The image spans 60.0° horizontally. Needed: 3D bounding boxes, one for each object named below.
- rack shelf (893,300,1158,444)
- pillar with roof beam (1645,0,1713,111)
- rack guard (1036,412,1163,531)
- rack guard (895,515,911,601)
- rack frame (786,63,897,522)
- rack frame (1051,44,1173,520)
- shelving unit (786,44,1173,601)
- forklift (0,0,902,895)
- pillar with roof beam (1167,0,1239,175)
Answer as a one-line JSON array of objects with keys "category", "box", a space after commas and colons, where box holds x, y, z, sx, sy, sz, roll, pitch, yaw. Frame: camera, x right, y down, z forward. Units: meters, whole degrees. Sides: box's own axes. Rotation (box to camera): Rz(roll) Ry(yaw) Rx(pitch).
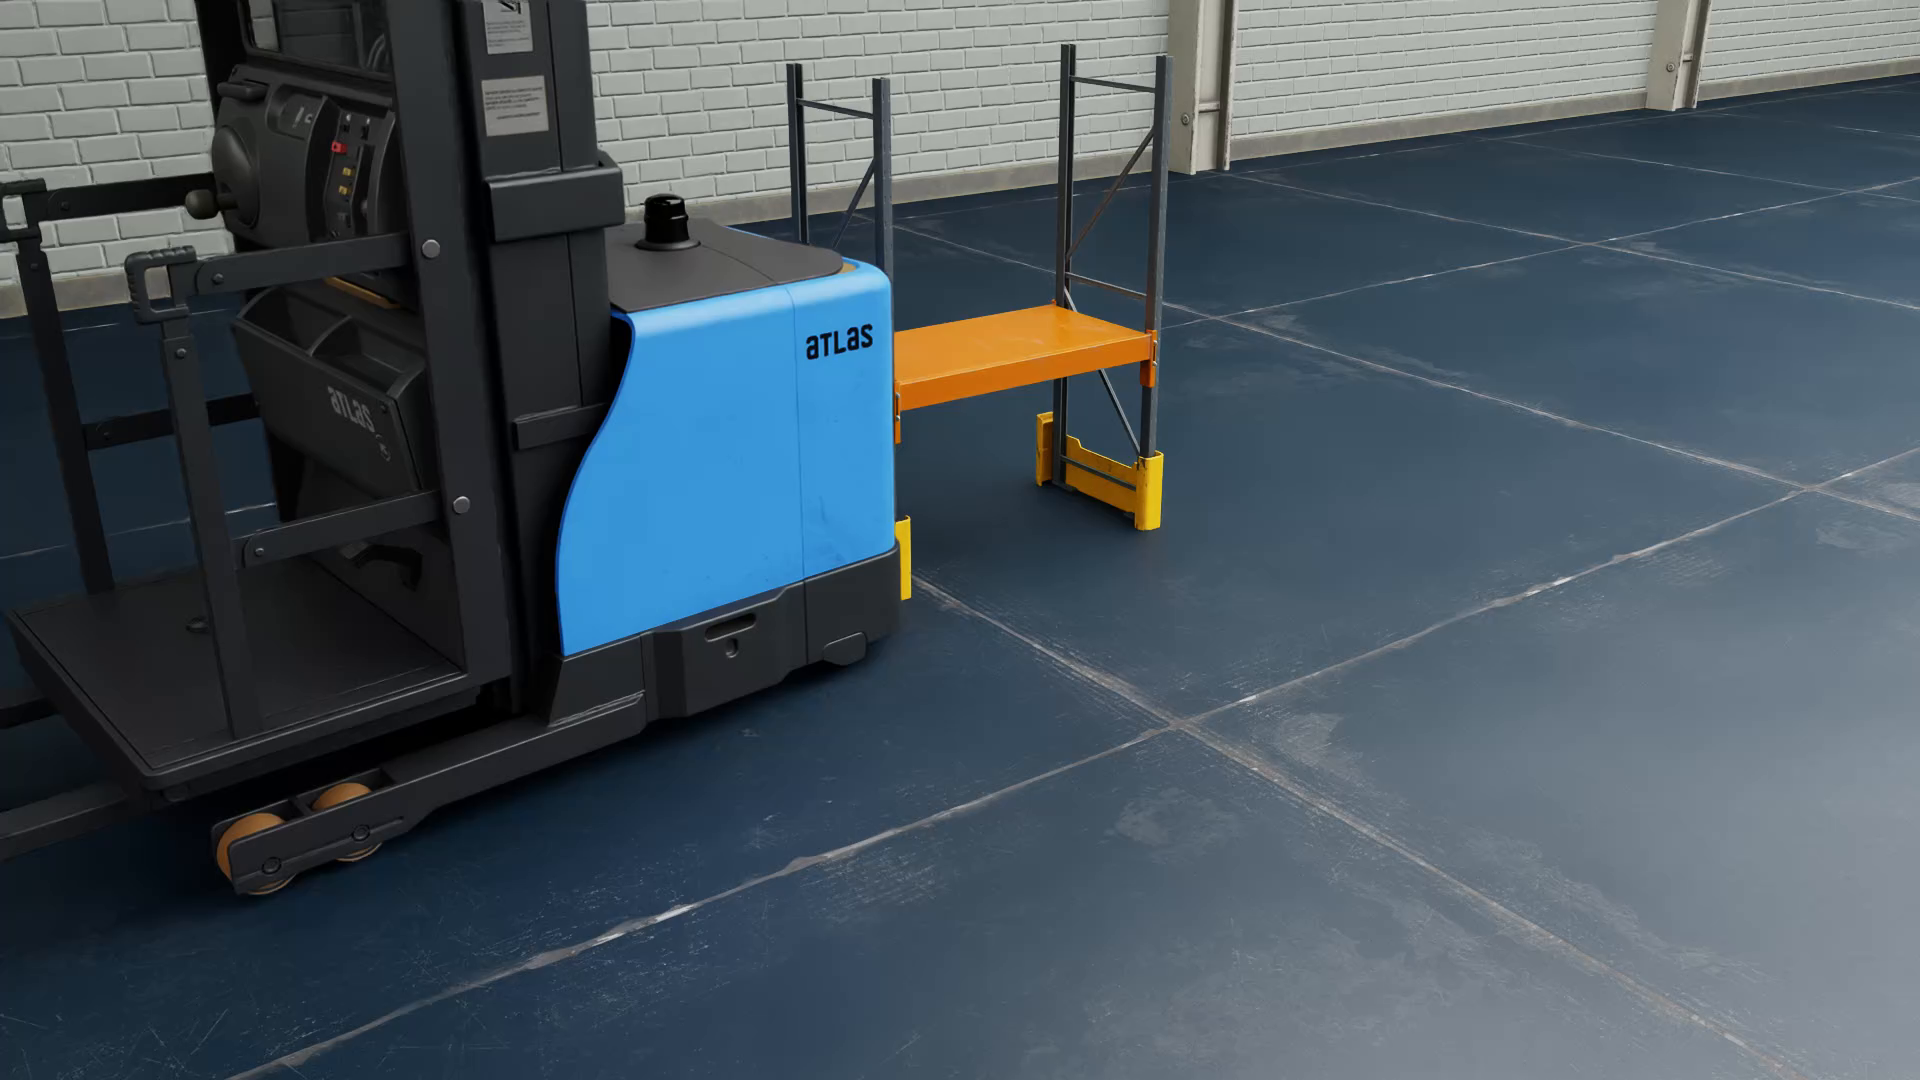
[{"category": "rack shelf", "box": [0.069, -0.548, 5.231, 1.000, 0.185, 0.538, -15, 26, -33]}, {"category": "pillar with roof beam", "box": [9.119, -6.911, 10.574, 0.400, 9.000, 9.100, -15, 26, -33]}, {"category": "rack guard", "box": [0.466, -0.240, 5.662, 0.087, 0.250, 0.587, -15, 26, -33]}, {"category": "rack guard", "box": [-0.342, -0.025, 5.121, 0.087, 0.250, 0.587, -15, 26, -33]}, {"category": "rack frame", "box": [-0.343, -0.605, 4.889, 0.032, 1.500, 0.500, -15, 26, -33]}, {"category": "rack frame", "box": [0.482, -0.825, 5.440, 0.032, 1.500, 0.500, -15, 26, -33]}, {"category": "shelving unit", "box": [0.062, -0.713, 5.160, 1.083, 1.500, 0.587, -15, 26, -33]}, {"category": "forklift", "box": [-1.600, -0.830, 3.523, 3.031, 2.935, 1.130, -18, 28, -38]}, {"category": "pillar with roof beam", "box": [4.249, -5.612, 7.320, 0.400, 9.000, 9.100, -15, 26, -33]}]
